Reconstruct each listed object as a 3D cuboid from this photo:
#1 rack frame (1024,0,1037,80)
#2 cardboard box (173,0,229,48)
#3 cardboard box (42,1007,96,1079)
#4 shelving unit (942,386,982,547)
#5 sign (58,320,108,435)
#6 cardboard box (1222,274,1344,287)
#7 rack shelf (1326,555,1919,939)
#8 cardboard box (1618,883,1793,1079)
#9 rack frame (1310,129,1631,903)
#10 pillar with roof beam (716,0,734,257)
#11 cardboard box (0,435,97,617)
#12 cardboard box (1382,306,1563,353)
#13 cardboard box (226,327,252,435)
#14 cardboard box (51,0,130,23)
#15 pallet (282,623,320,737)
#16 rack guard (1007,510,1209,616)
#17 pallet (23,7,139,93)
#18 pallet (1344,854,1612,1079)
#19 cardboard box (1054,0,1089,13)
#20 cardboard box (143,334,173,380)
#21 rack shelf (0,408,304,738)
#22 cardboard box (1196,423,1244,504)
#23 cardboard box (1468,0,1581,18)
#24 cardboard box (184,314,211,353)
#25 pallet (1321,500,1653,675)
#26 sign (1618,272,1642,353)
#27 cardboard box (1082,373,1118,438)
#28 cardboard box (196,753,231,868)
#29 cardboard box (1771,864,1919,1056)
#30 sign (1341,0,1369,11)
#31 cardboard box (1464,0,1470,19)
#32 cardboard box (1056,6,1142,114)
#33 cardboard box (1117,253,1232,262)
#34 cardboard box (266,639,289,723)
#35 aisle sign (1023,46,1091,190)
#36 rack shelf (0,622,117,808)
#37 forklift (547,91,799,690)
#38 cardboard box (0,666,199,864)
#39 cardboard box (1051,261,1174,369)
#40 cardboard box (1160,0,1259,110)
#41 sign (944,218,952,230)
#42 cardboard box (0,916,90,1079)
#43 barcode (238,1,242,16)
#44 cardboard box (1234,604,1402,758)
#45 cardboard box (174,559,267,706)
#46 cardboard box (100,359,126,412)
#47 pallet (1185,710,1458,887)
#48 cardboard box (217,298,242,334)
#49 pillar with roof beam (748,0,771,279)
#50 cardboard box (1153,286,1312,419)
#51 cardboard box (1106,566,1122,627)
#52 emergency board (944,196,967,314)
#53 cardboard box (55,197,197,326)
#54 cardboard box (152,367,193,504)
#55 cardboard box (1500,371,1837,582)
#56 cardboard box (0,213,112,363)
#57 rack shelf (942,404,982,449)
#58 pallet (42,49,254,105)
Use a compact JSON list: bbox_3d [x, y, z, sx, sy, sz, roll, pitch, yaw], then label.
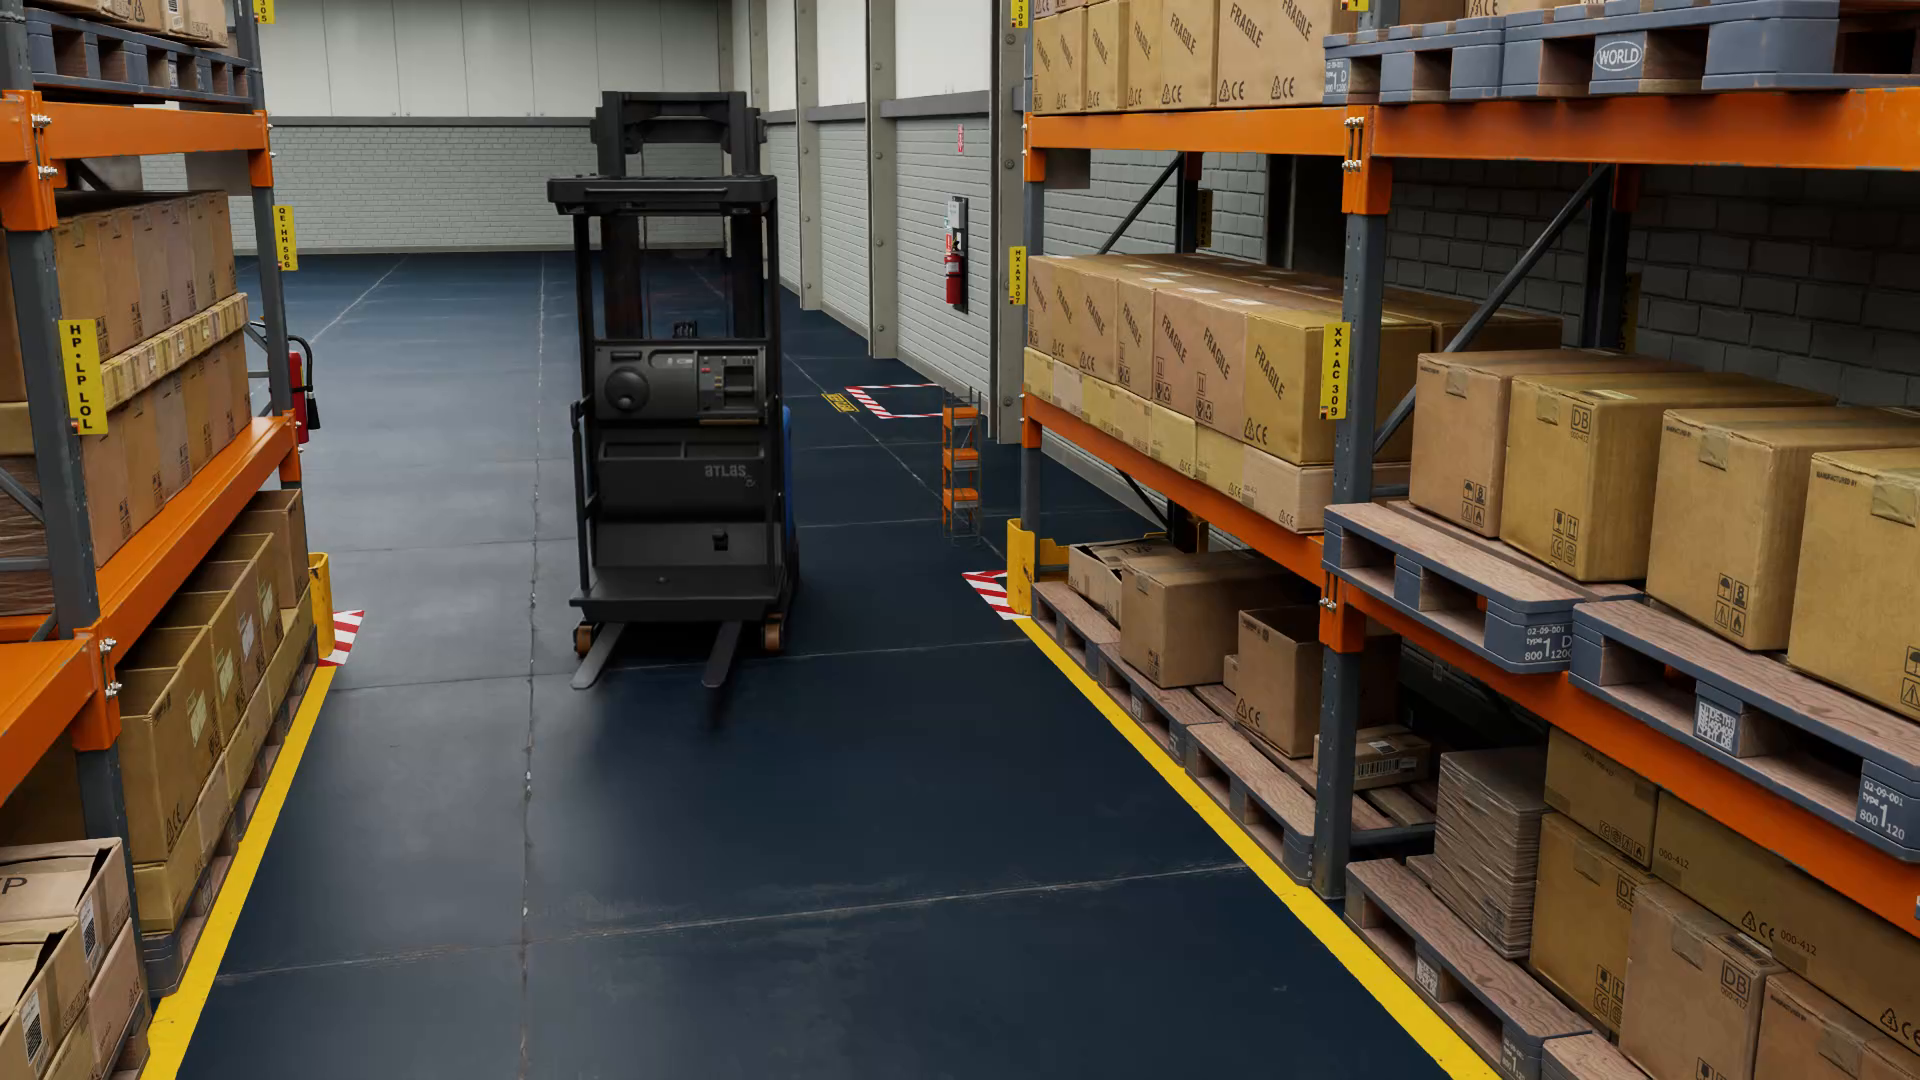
[{"bbox_3d":[0.857,-4.019,8.917,1.000,3.000,0.127,-3,14,-13],"label":"rack frame"},{"bbox_3d":[-3.431,-2.233,7.063,0.500,0.250,0.500,-3,14,-13],"label":"cardboard box"},{"bbox_3d":[-2.522,1.423,4.191,0.500,0.250,0.500,-4,14,-14],"label":"cardboard box"},{"bbox_3d":[0.013,-0.498,11.252,0.215,1.050,0.252,-3,14,-13],"label":"shelving unit"},{"bbox_3d":[-2.493,-0.461,4.723,0.100,0.325,0.005,-3,14,-13],"label":"sign"},{"bbox_3d":[1.526,-0.957,7.718,0.500,0.500,0.500,-3,14,-12],"label":"cardboard box"},{"bbox_3d":[2.266,0.629,4.048,1.077,0.370,4.000,-3,14,-13],"label":"rack shelf"},{"bbox_3d":[2.236,1.224,4.437,0.700,0.500,0.500,-3,14,-13],"label":"cardboard box"},{"bbox_3d":[1.796,-0.182,5.852,1.000,3.000,0.127,-3,14,-13],"label":"rack frame"},{"bbox_3d":[-9.368,-10.587,35.799,9.100,9.000,0.400,-3,14,-13],"label":"pillar with roof beam"},{"bbox_3d":[-3.129,-0.056,5.124,0.700,0.500,0.500,-4,14,-15],"label":"cardboard box"},{"bbox_3d":[1.889,-0.603,6.269,0.500,0.500,0.500,-4,14,-14],"label":"cardboard box"},{"bbox_3d":[-3.860,-0.768,8.039,0.700,0.500,0.500,-3,14,-13],"label":"cardboard box"},{"bbox_3d":[-3.007,-1.846,5.352,0.500,0.311,0.500,-4,14,-16],"label":"cardboard box"},{"bbox_3d":[-3.737,0.701,8.113,1.003,0.211,1.213,-3,14,-13],"label":"pallet"},{"bbox_3d":[0.874,0.127,9.854,1.175,0.500,0.348,-3,14,-13],"label":"rack guard"},{"bbox_3d":[-3.244,-1.514,5.172,1.003,0.211,1.213,-3,14,-13],"label":"pallet"},{"bbox_3d":[1.980,1.352,5.448,1.003,0.211,1.213,-3,14,-13],"label":"pallet"},{"bbox_3d":[0.780,-2.885,8.235,0.500,0.500,0.500,-3,14,-14],"label":"cardboard box"},{"bbox_3d":[-3.260,-0.699,6.389,0.380,0.149,0.250,-3,14,-14],"label":"cardboard box"},{"bbox_3d":[-3.488,-0.017,6.692,1.077,0.370,4.000,-3,14,-13],"label":"rack shelf"},{"bbox_3d":[1.281,-0.327,6.717,0.500,0.250,0.500,-3,14,-13],"label":"cardboard box"},{"bbox_3d":[1.847,-1.761,4.899,0.500,0.500,0.500,-1,14,-5],"label":"cardboard box"},{"bbox_3d":[-3.441,-0.876,7.115,0.380,0.149,0.250,-3,14,-11],"label":"cardboard box"},{"bbox_3d":[1.834,0.096,5.119,1.003,0.211,1.213,-3,14,-13],"label":"pallet"},{"bbox_3d":[2.335,-0.776,5.844,0.100,0.325,0.005,-3,14,-13],"label":"sign"},{"bbox_3d":[0.912,-0.674,8.141,0.500,0.250,0.500,-4,14,-14],"label":"cardboard box"},{"bbox_3d":[-2.945,0.987,5.975,0.500,0.250,0.500,-3,14,-13],"label":"cardboard box"},{"bbox_3d":[2.317,0.961,3.935,0.500,0.250,0.500,-3,14,-13],"label":"cardboard box"},{"bbox_3d":[1.270,-1.858,5.303,0.100,0.325,0.005,-3,14,-13],"label":"sign"},{"bbox_3d":[1.926,-1.824,6.002,0.500,0.500,0.500,-3,14,-11],"label":"cardboard box"},{"bbox_3d":[0.784,-2.403,8.370,0.500,0.500,0.500,-2,14,-9],"label":"cardboard box"},{"bbox_3d":[1.174,-1.309,9.158,0.500,0.500,0.500,-3,14,-14],"label":"cardboard box"},{"bbox_3d":[-3.296,0.641,7.391,0.500,0.250,0.500,-3,14,-13],"label":"cardboard box"},{"bbox_3d":[0.548,-2.367,9.320,0.394,0.787,0.004,-3,14,-13],"label":"aisle sign"},{"bbox_3d":[-2.549,0.906,2.915,1.077,0.370,4.000,-3,14,-13],"label":"rack shelf"},{"bbox_3d":[-1.511,-0.883,8.865,1.130,2.935,3.031,-1,14,-2],"label":"forklift"},{"bbox_3d":[-2.823,0.738,5.415,0.500,0.500,0.500,-3,14,-13],"label":"cardboard box"},{"bbox_3d":[0.783,-1.164,8.567,0.500,0.500,0.500,-3,14,-13],"label":"cardboard box"},{"bbox_3d":[1.164,-2.043,6.897,0.500,0.500,0.500,-4,14,-15],"label":"cardboard box"},{"bbox_3d":[-0.128,-3.354,17.645,0.001,0.109,0.331,-3,14,-13],"label":"sign"},{"bbox_3d":[-2.516,1.151,4.121,0.500,0.311,0.500,-3,14,-12],"label":"cardboard box"},{"bbox_3d":[-3.418,-2.524,7.895,0.001,0.075,0.075,-3,14,-13],"label":"barcode"},{"bbox_3d":[1.513,0.581,7.067,0.500,0.500,0.500,-4,14,-17],"label":"cardboard box"},{"bbox_3d":[-3.177,0.392,6.831,0.500,0.500,0.500,-3,14,-13],"label":"cardboard box"},{"bbox_3d":[-3.077,-0.519,5.655,0.380,0.149,0.250,-3,14,-14],"label":"cardboard box"},{"bbox_3d":[1.604,1.020,6.809,1.003,0.211,1.213,-3,14,-13],"label":"pallet"},{"bbox_3d":[-3.620,-1.054,7.842,0.380,0.149,0.250,-3,14,-12],"label":"cardboard box"},{"bbox_3d":[-7.959,-9.202,30.133,9.100,9.000,0.400,-3,14,-13],"label":"pillar with roof beam"},{"bbox_3d":[1.154,-0.807,7.102,0.500,0.500,0.500,-4,14,-15],"label":"cardboard box"},{"bbox_3d":[1.066,0.284,8.683,0.500,0.311,0.500,-2,14,-9],"label":"cardboard box"},{"bbox_3d":[-0.091,-2.948,17.173,0.194,1.169,0.643,-3,14,-13],"label":"emergency board"},{"bbox_3d":[-3.600,-1.149,6.864,0.700,0.500,0.500,-3,14,-13],"label":"cardboard box"},{"bbox_3d":[-3.494,-0.411,6.578,0.700,0.500,0.500,-3,14,-11],"label":"cardboard box"},{"bbox_3d":[2.007,-0.196,4.770,0.700,0.500,0.500,-2,14,-7],"label":"cardboard box"},{"bbox_3d":[-3.248,-0.802,5.446,0.700,0.500,0.500,-3,14,-13],"label":"cardboard box"},{"bbox_3d":[0.013,-0.763,11.187,0.215,0.259,0.240,-3,14,-13],"label":"rack shelf"},{"bbox_3d":[-3.817,-2.077,7.476,1.003,0.211,1.213,-3,14,-13],"label":"pallet"}]
